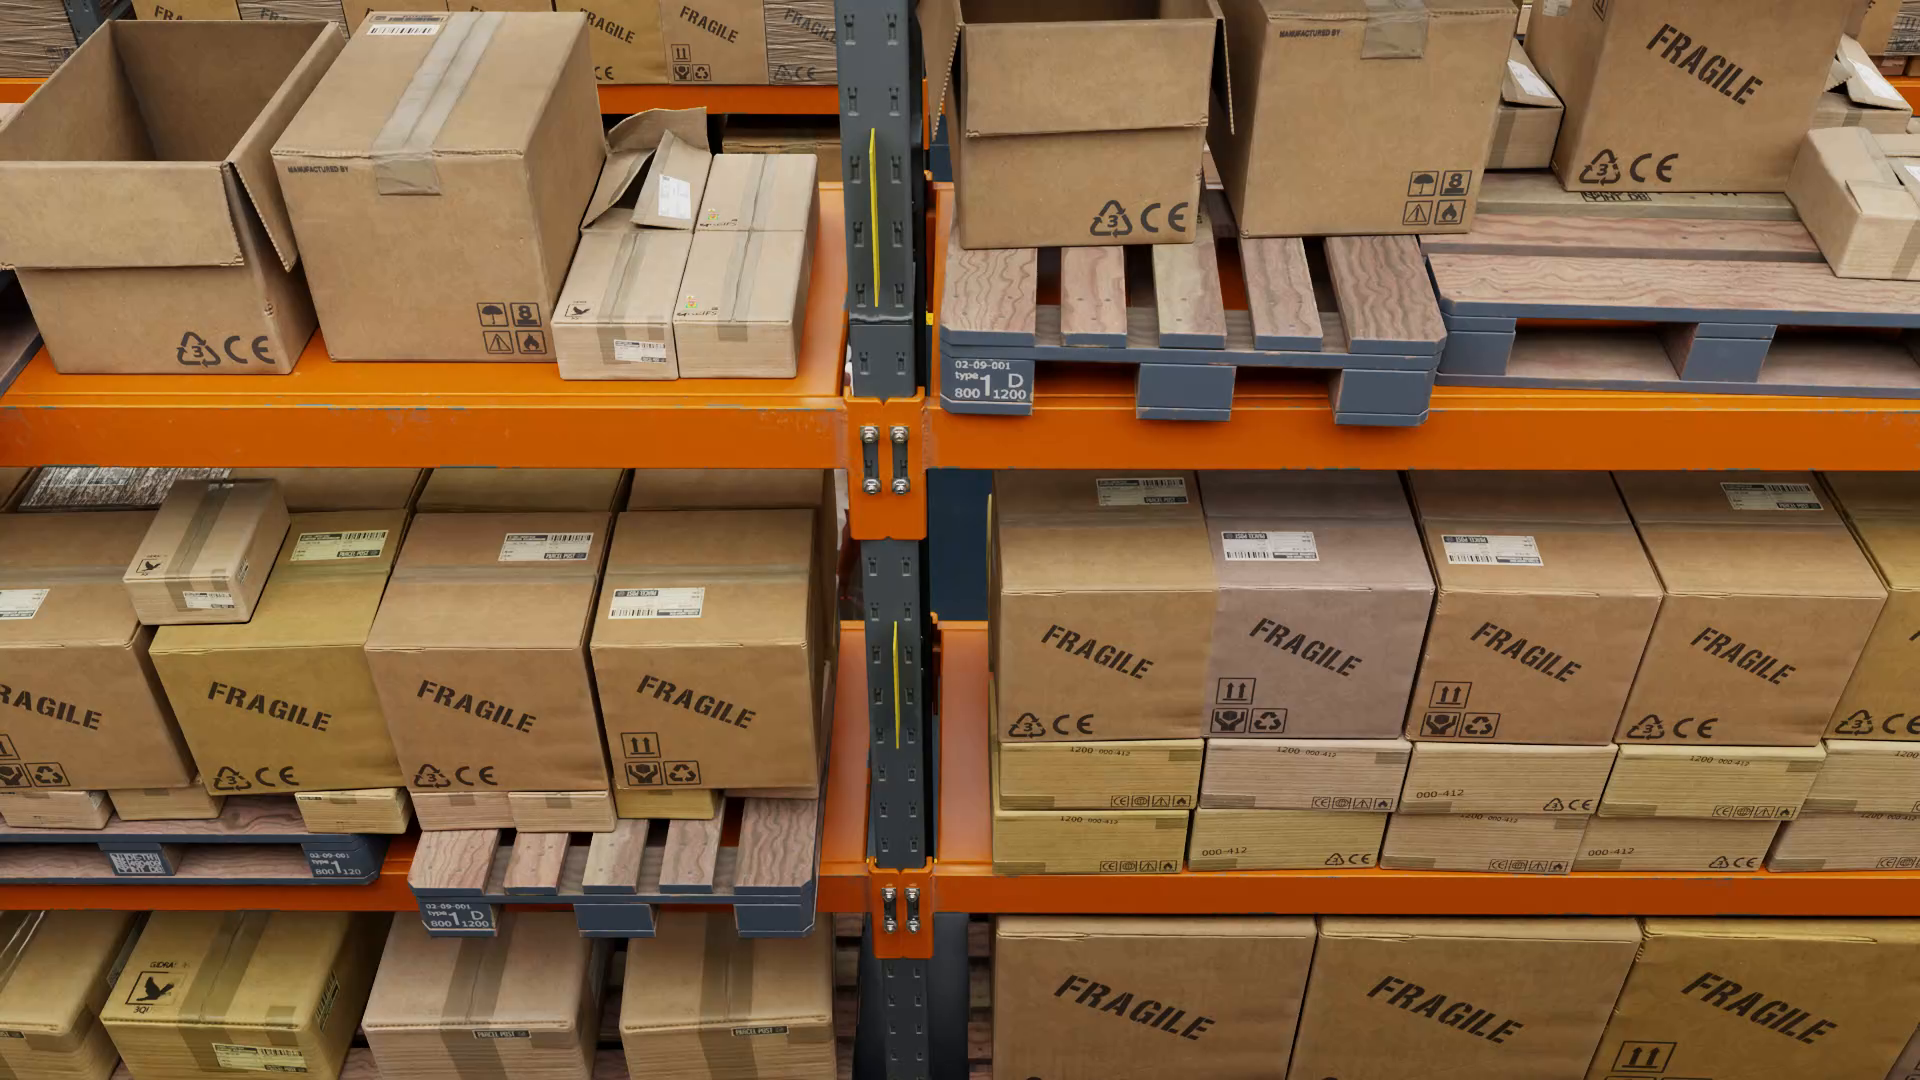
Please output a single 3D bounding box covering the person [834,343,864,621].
[{"bbox_3d":[-0.432,-0.065,6.219,0.461,1.761,0.627,-2,39,-2],"label":"person"}]
